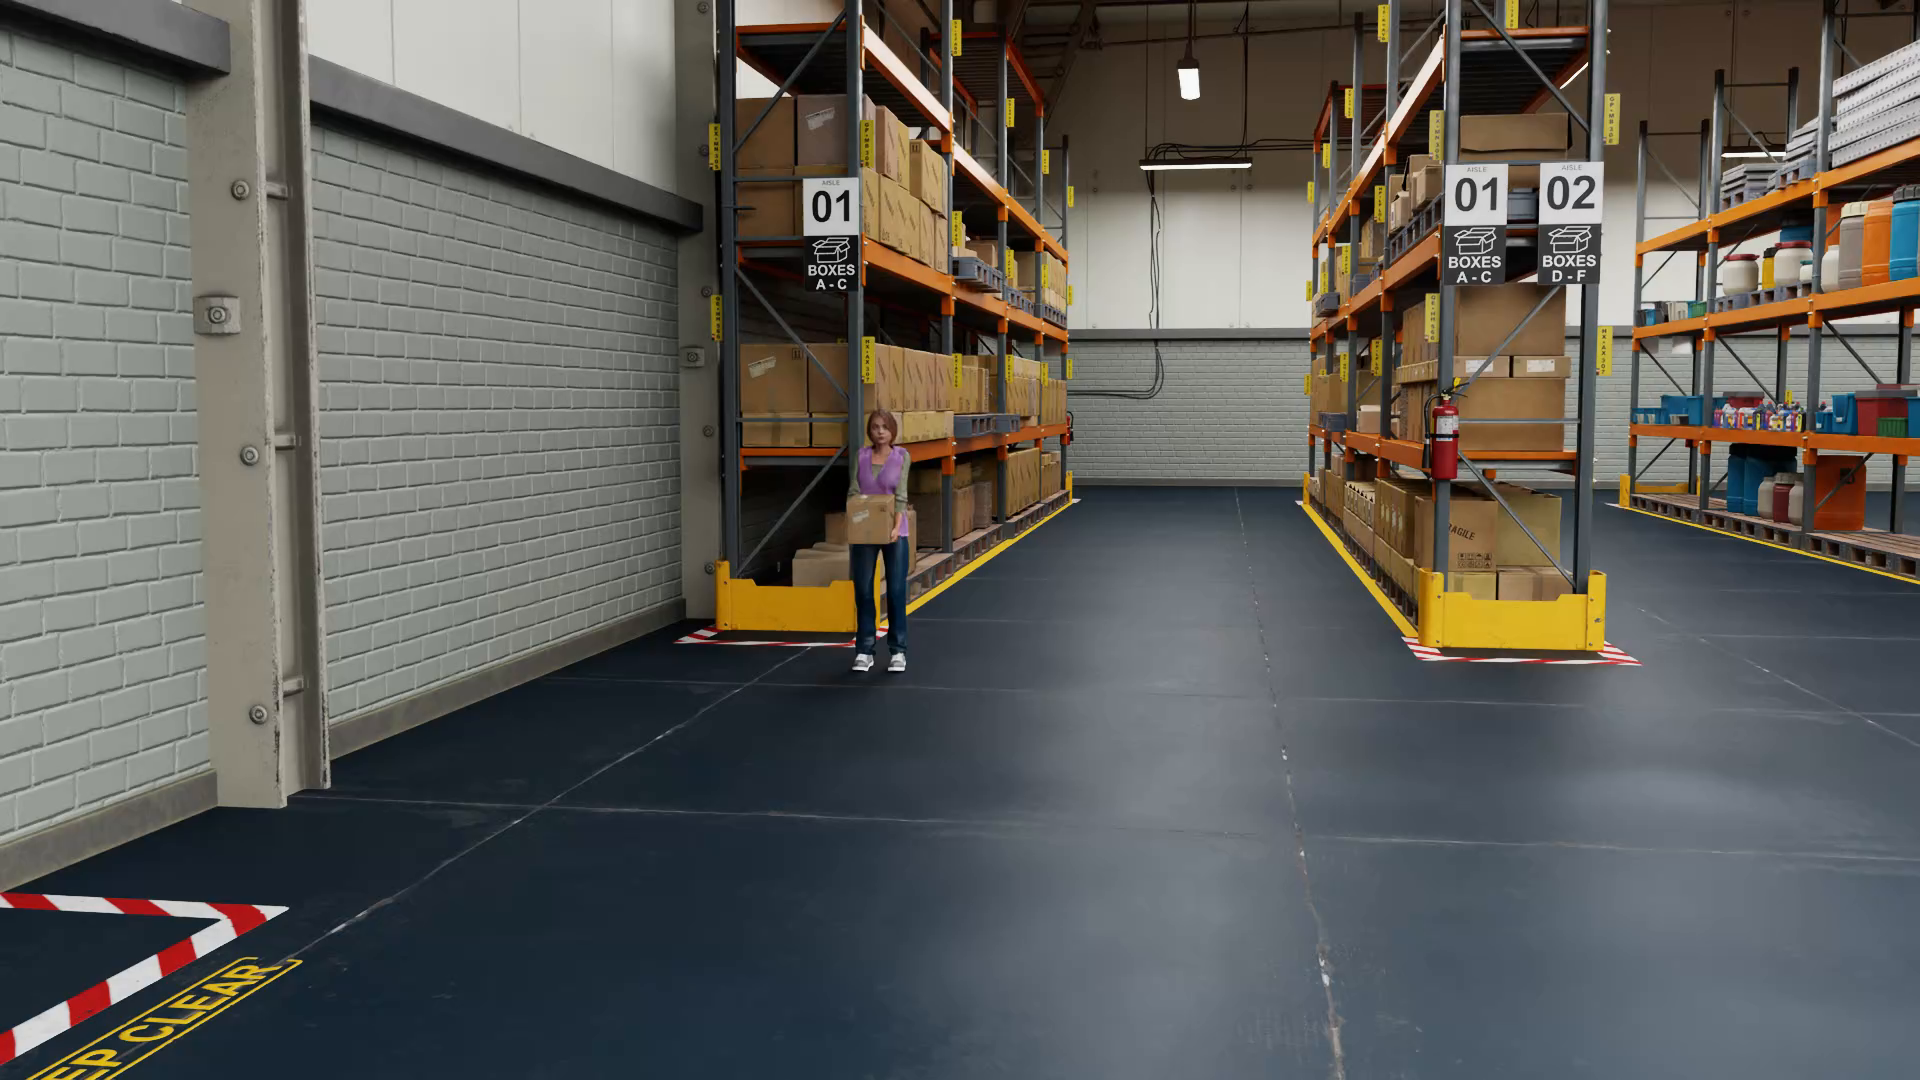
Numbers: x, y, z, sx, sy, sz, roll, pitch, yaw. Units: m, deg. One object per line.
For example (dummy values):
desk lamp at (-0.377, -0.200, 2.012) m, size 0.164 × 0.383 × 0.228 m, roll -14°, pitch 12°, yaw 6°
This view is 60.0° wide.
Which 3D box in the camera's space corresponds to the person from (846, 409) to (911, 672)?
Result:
person at (-0.494, 0.006, 10.072) m, size 0.375 × 1.600 × 0.502 m, roll 1°, pitch 5°, yaw 8°
